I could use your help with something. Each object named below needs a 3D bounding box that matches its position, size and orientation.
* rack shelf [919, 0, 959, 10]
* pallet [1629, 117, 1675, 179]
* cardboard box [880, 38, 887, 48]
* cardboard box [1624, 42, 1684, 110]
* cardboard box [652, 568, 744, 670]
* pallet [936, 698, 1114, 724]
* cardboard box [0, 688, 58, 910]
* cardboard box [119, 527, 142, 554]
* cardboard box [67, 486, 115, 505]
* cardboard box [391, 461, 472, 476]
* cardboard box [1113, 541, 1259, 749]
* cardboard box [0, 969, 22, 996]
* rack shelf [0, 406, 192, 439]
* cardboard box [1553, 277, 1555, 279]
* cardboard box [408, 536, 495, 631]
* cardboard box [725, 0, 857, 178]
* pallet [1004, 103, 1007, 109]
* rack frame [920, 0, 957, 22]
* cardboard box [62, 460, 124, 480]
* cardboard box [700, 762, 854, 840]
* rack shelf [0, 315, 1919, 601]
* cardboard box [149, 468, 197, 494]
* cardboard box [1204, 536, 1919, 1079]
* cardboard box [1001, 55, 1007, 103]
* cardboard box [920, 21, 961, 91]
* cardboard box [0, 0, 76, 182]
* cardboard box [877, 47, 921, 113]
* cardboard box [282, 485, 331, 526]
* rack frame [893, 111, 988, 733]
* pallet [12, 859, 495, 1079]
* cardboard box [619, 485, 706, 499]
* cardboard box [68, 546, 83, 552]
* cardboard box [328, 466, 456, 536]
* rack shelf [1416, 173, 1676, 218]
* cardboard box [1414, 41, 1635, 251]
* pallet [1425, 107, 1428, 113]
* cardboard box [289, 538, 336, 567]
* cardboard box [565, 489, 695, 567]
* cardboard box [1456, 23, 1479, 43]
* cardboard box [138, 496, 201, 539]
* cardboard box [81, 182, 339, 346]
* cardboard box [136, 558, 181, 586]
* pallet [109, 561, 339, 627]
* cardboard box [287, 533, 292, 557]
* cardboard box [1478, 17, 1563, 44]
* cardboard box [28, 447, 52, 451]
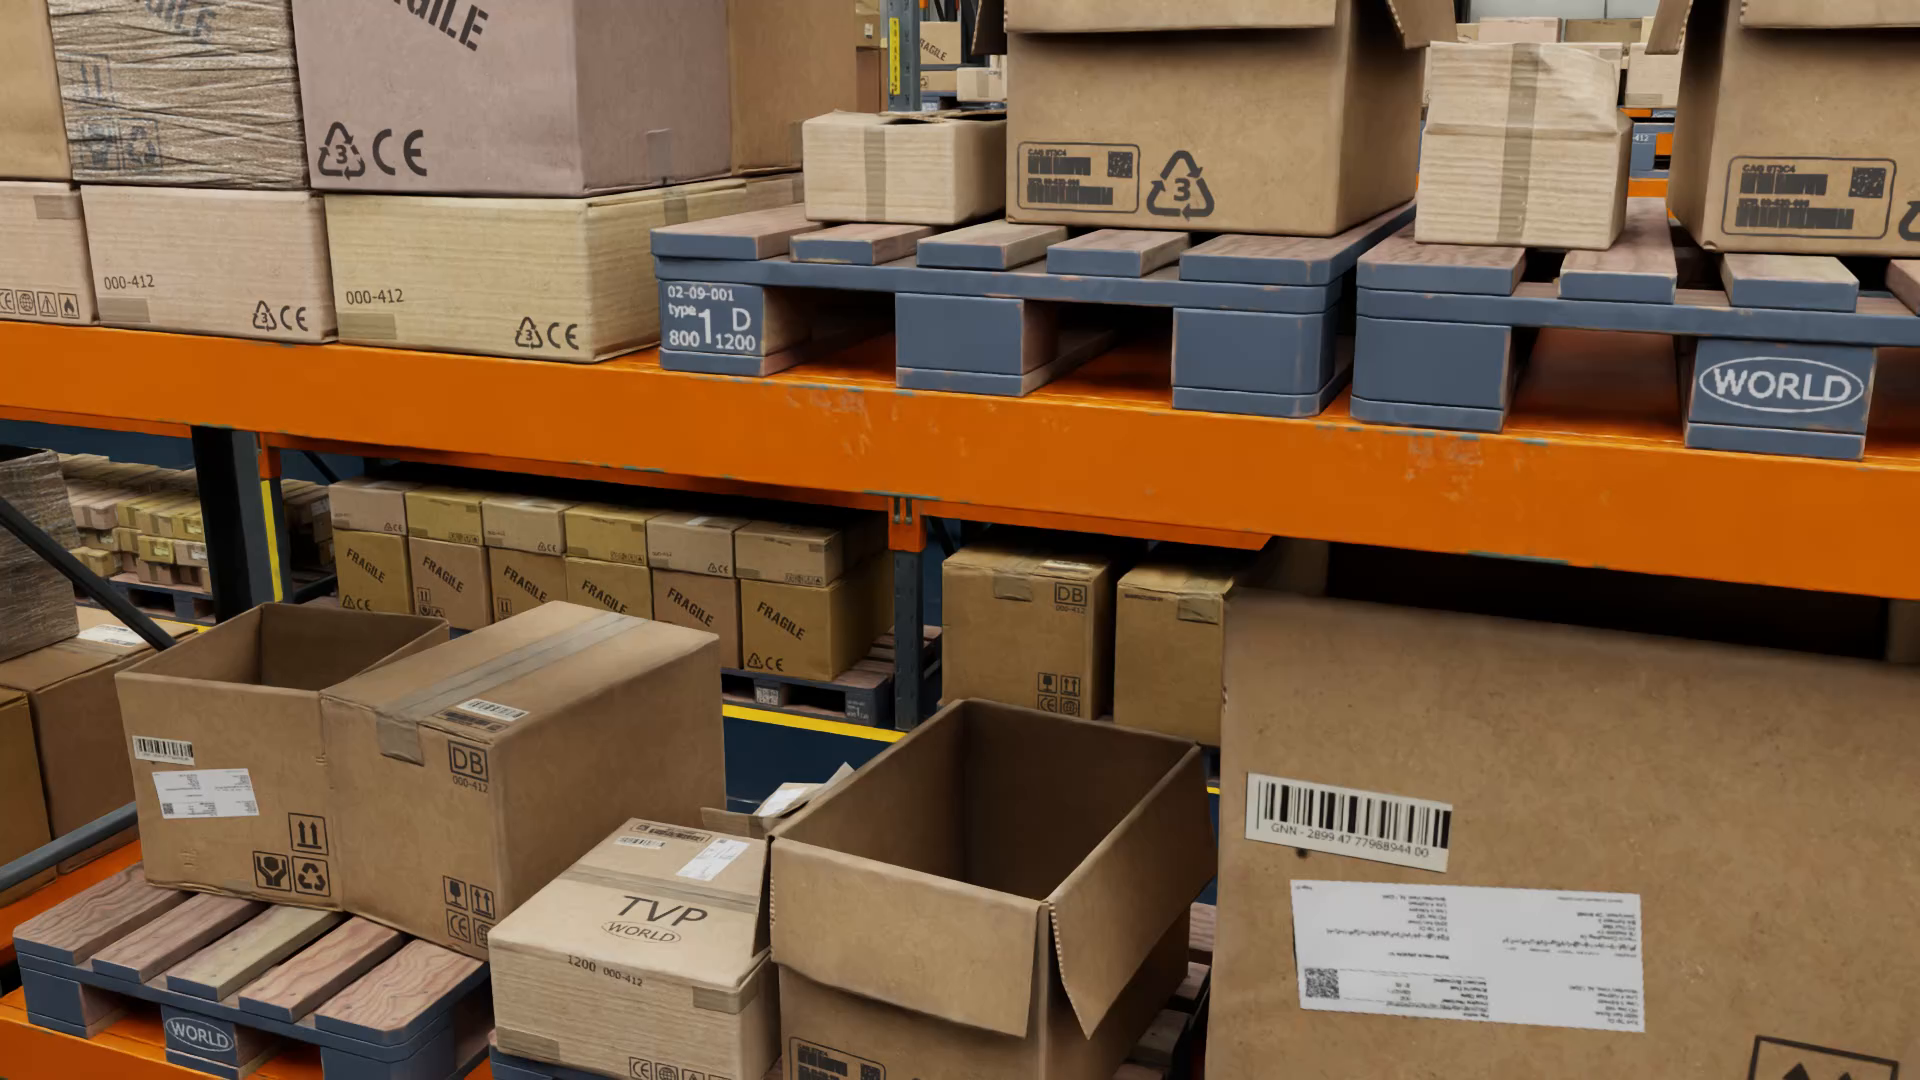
[{"bbox_3d":[1.592,-5.732,17.287,4.000,0.370,1.077,6,17,21],"label":"rack shelf"},{"bbox_3d":[2.763,-1.623,6.847,1.217,0.209,0.805,6,17,18],"label":"pallet"},{"bbox_3d":[-0.826,-5.334,18.126,0.500,0.250,0.500,6,17,21],"label":"cardboard box"},{"bbox_3d":[2.918,-1.842,6.595,0.500,0.250,0.500,6,17,21],"label":"cardboard box"},{"bbox_3d":[-1.277,0.343,8.843,0.500,0.500,0.500,7,18,23],"label":"cardboard box"},{"bbox_3d":[0.618,0.837,8.412,1.213,0.211,1.003,6,17,21],"label":"pallet"},{"bbox_3d":[-2.551,0.639,3.912,0.500,0.500,0.500,7,18,22],"label":"cardboard box"},{"bbox_3d":[-4.927,-0.035,10.241,0.250,0.149,0.380,6,17,21],"label":"cardboard box"},{"bbox_3d":[-5.475,-0.213,10.321,0.250,0.149,0.380,6,17,19],"label":"cardboard box"},{"bbox_3d":[-3.023,-0.362,9.927,0.500,0.250,0.500,6,17,19],"label":"cardboard box"},{"bbox_3d":[1.260,0.450,8.024,0.750,0.750,1.050,7,17,21],"label":"cardboard box"},{"bbox_3d":[-2.636,1.416,4.473,0.875,0.875,1.225,5,17,18],"label":"cardboard box"},{"bbox_3d":[-5.669,-0.871,10.583,4.000,0.370,1.077,6,17,21],"label":"rack shelf"},{"bbox_3d":[3.902,-1.972,11.622,0.500,0.500,0.500,7,18,23],"label":"cardboard box"},{"bbox_3d":[-2.726,0.185,9.386,0.500,0.500,0.500,7,18,23],"label":"cardboard box"},{"bbox_3d":[-0.530,-0.967,3.168,0.500,0.500,0.500,7,17,22],"label":"cardboard box"},{"bbox_3d":[1.016,-3.299,12.614,1.003,0.211,1.213,7,18,23],"label":"pallet"},{"bbox_3d":[-0.269,-6.475,17.835,0.127,3.000,1.000,6,17,21],"label":"rack frame"},{"bbox_3d":[-5.751,-0.405,10.981,0.250,0.149,0.380,6,17,19],"label":"cardboard box"},{"bbox_3d":[-0.351,0.637,3.587,0.258,0.266,0.396,6,17,19],"label":"cardboard box"},{"bbox_3d":[-0.141,-0.217,2.951,4.000,0.370,1.077,6,17,21],"label":"rack shelf"},{"bbox_3d":[-4.999,-0.344,10.770,0.250,0.149,0.380,7,17,22],"label":"cardboard box"},{"bbox_3d":[1.032,0.475,2.827,1.000,1.000,1.000,6,17,21],"label":"cardboard box"},{"bbox_3d":[0.505,-2.119,7.439,0.500,0.311,0.500,6,17,21],"label":"cardboard box"},{"bbox_3d":[-0.111,-3.692,12.698,0.500,0.500,0.500,6,17,21],"label":"cardboard box"},{"bbox_3d":[-1.659,-0.940,3.076,0.500,0.500,0.500,6,17,21],"label":"cardboard box"},{"bbox_3d":[-0.521,-2.218,8.376,0.500,0.500,0.500,6,17,21],"label":"cardboard box"},{"bbox_3d":[-4.053,-0.219,10.341,0.250,0.149,0.380,7,18,23],"label":"cardboard box"},{"bbox_3d":[-0.088,-0.602,8.369,0.127,3.000,1.000,6,17,21],"label":"rack frame"},{"bbox_3d":[-1.299,0.811,3.844,1.003,0.211,1.213,6,17,21],"label":"pallet"},{"bbox_3d":[-1.568,-0.203,9.378,0.500,0.250,0.500,6,17,21],"label":"cardboard box"},{"bbox_3d":[-5.479,0.054,10.468,0.250,0.149,0.380,7,17,22],"label":"cardboard box"},{"bbox_3d":[-3.218,-0.229,9.467,0.500,0.250,0.500,5,17,18],"label":"cardboard box"},{"bbox_3d":[1.773,-1.493,7.346,4.000,0.370,1.077,6,17,21],"label":"rack shelf"},{"bbox_3d":[0.808,-0.565,2.348,0.258,0.266,0.396,7,18,23],"label":"cardboard box"},{"bbox_3d":[3.855,-3.034,11.700,1.003,0.211,1.213,6,17,21],"label":"pallet"},{"bbox_3d":[-4.029,0.035,10.532,0.250,0.149,0.380,5,17,18],"label":"cardboard box"},{"bbox_3d":[-1.761,-0.071,8.922,0.500,0.250,0.500,7,17,22],"label":"cardboard box"},{"bbox_3d":[4.984,-4.681,15.926,0.500,0.500,0.500,7,17,22],"label":"cardboard box"},{"bbox_3d":[-4.721,-0.138,10.063,0.250,0.149,0.380,6,17,20],"label":"cardboard box"},{"bbox_3d":[-1.180,-0.528,3.002,0.500,0.250,0.500,7,17,22],"label":"cardboard box"},{"bbox_3d":[-4.779,0.145,10.153,0.250,0.149,0.380,6,17,19],"label":"cardboard box"},{"bbox_3d":[-4.446,0.268,10.372,1.213,0.211,1.003,6,17,21],"label":"pallet"},{"bbox_3d":[-4.218,0.063,9.903,0.250,0.149,0.380,7,17,22],"label":"cardboard box"},{"bbox_3d":[3.813,-3.423,11.322,0.500,0.250,0.500,7,17,22],"label":"cardboard box"},{"bbox_3d":[-6.444,-0.517,11.366,0.250,0.149,0.380,6,17,19],"label":"cardboard box"}]
